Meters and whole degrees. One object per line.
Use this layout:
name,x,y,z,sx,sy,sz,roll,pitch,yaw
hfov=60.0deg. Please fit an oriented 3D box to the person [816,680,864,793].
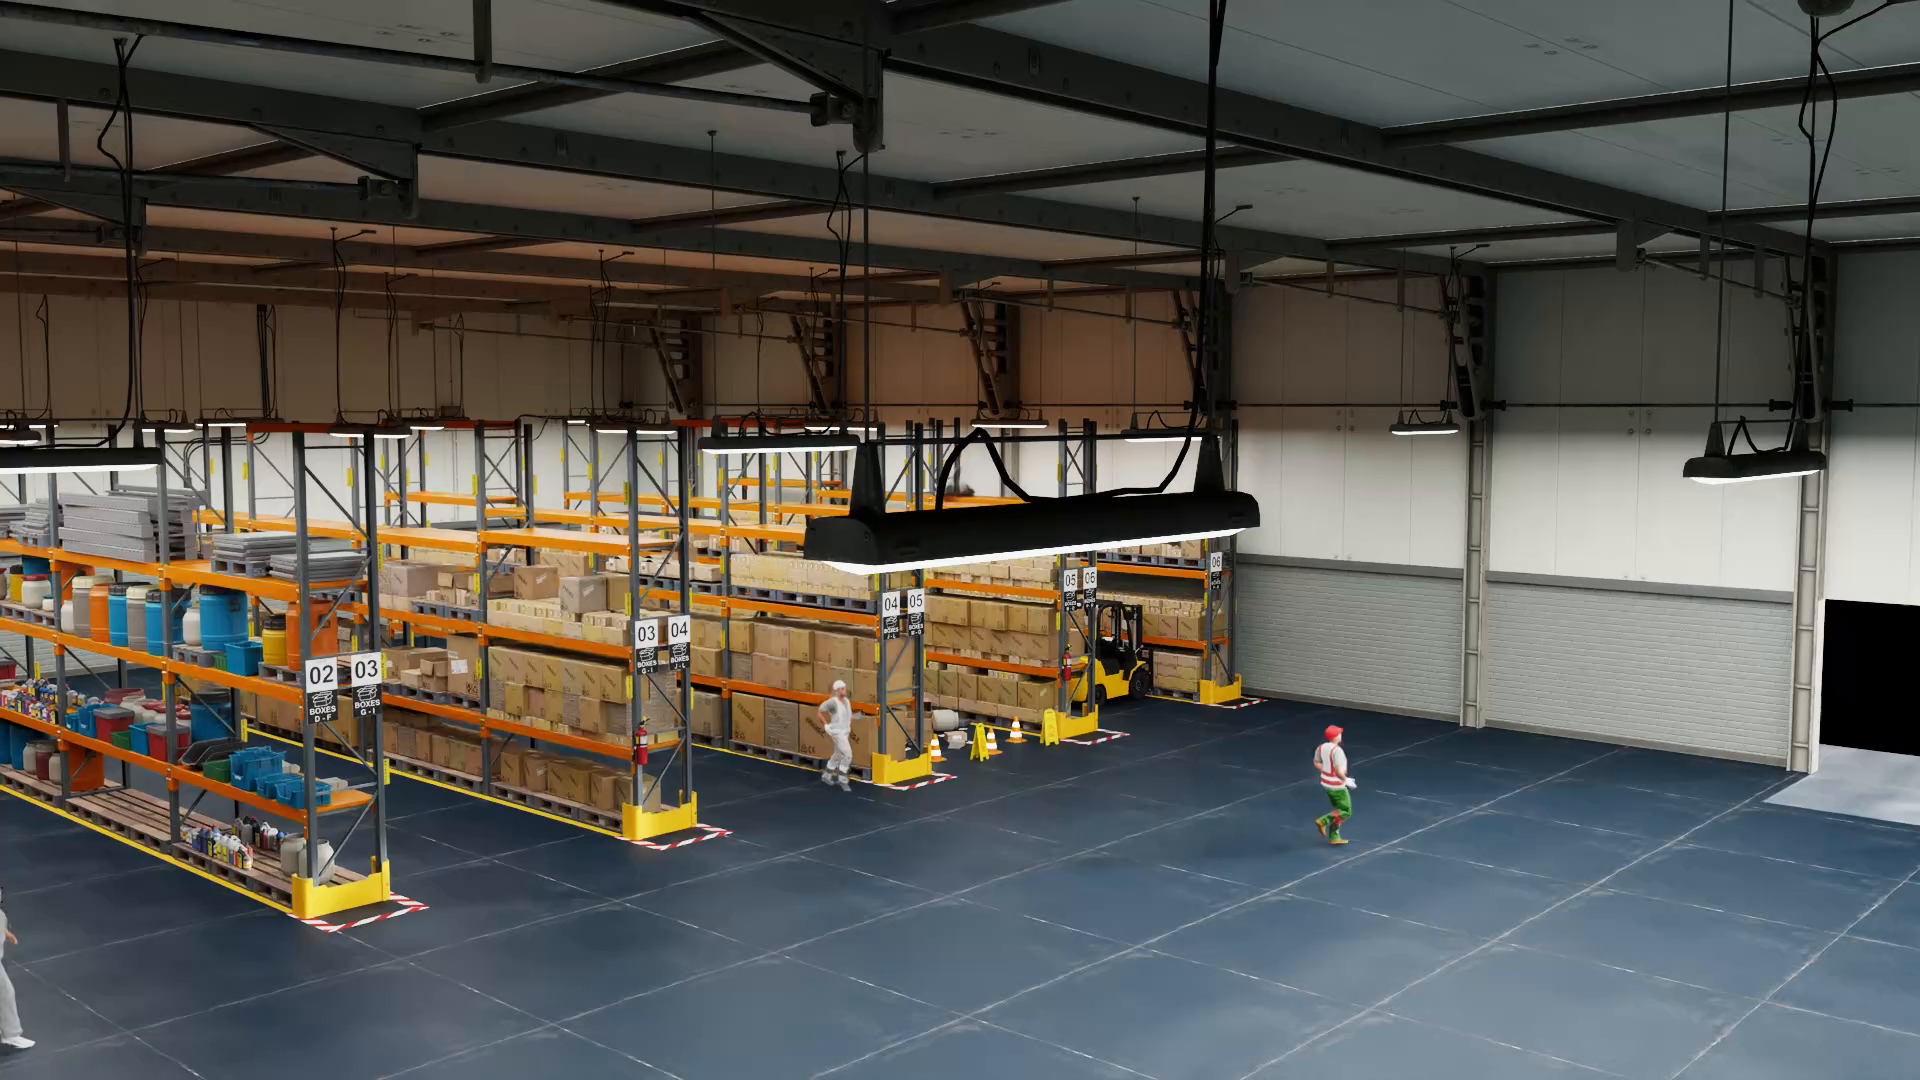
person,-1.965,3.216,27.289,0.768,1.841,0.640,2,5,26

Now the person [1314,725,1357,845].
person,5.311,3.518,23.842,0.606,1.740,0.658,-2,5,-21

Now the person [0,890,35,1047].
person,-9.583,4.158,16.312,0.901,1.661,0.577,-1,5,-15
